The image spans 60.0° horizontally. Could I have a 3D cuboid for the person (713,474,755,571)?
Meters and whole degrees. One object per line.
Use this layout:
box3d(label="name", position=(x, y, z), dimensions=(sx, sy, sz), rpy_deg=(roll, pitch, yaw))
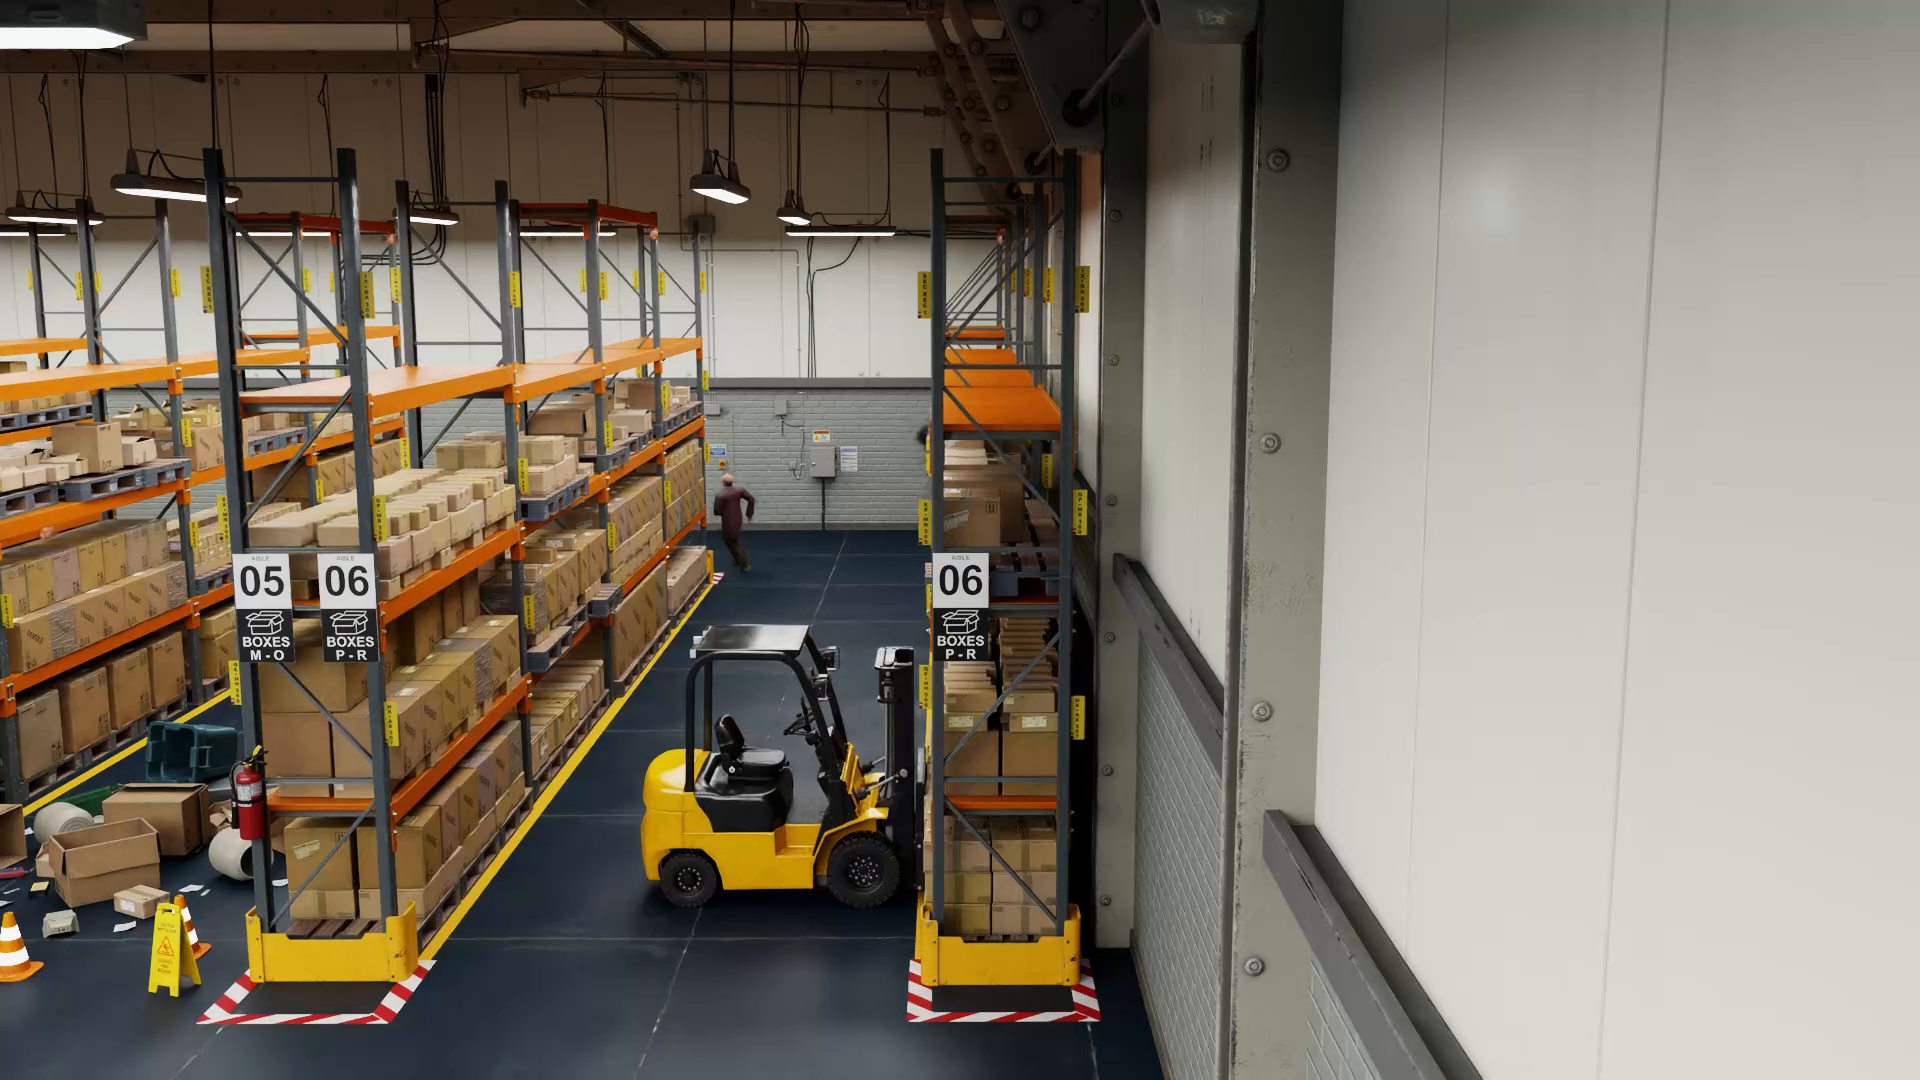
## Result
box3d(label="person", position=(-3.995, -0.308, 28.840), dimensions=(0.685, 1.714, 0.695), rpy_deg=(8, 12, 39))

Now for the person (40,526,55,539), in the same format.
box3d(label="person", position=(-12.768, 0.623, 23.366), dimensions=(0.660, 1.683, 0.586), rpy_deg=(-1, 9, -8))
